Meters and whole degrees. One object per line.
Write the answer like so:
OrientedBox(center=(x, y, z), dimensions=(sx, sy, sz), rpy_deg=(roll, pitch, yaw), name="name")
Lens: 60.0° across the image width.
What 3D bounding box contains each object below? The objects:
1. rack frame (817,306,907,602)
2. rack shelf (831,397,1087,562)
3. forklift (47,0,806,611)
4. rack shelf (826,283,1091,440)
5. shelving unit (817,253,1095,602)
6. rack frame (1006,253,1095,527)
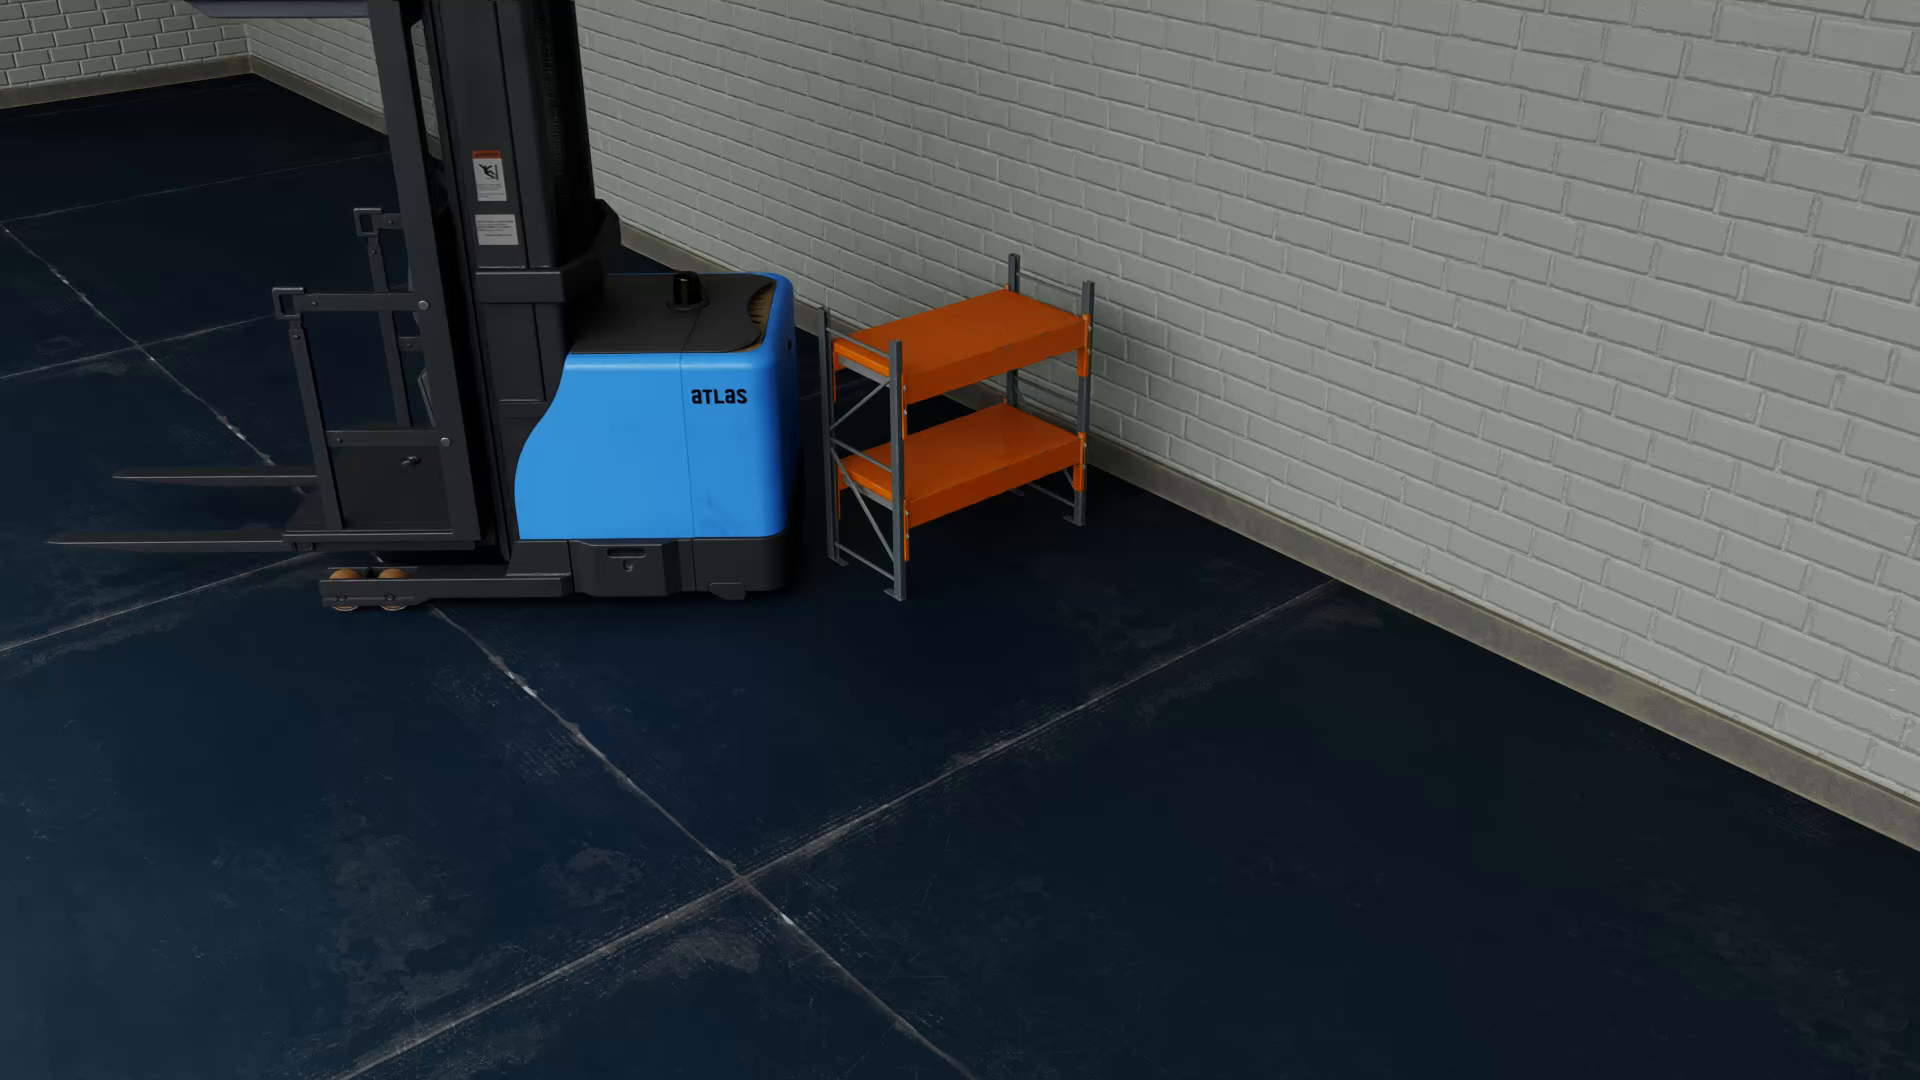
OrientedBox(center=(-0.392, -0.339, 6.690), dimensions=(0.032, 1.125, 0.500), rpy_deg=(-22, 35, -35), name="rack frame")
OrientedBox(center=(-0.005, -0.278, 7.096), dimensions=(1.000, 0.278, 0.538), rpy_deg=(-22, 35, -35), name="rack shelf")
OrientedBox(center=(-2.207, -1.257, 6.493), dimensions=(3.031, 2.935, 1.130), rpy_deg=(-1, 28, -1), name="forklift")
OrientedBox(center=(-0.005, -0.752, 6.843), dimensions=(1.000, 0.278, 0.538), rpy_deg=(-22, 35, -35), name="rack shelf")
OrientedBox(center=(-0.005, -0.494, 6.981), dimensions=(1.048, 1.125, 0.538), rpy_deg=(-22, 35, -35), name="shelving unit")
OrientedBox(center=(0.382, -0.650, 7.272), dimensions=(0.032, 1.125, 0.500), rpy_deg=(-22, 35, -35), name="rack frame")
